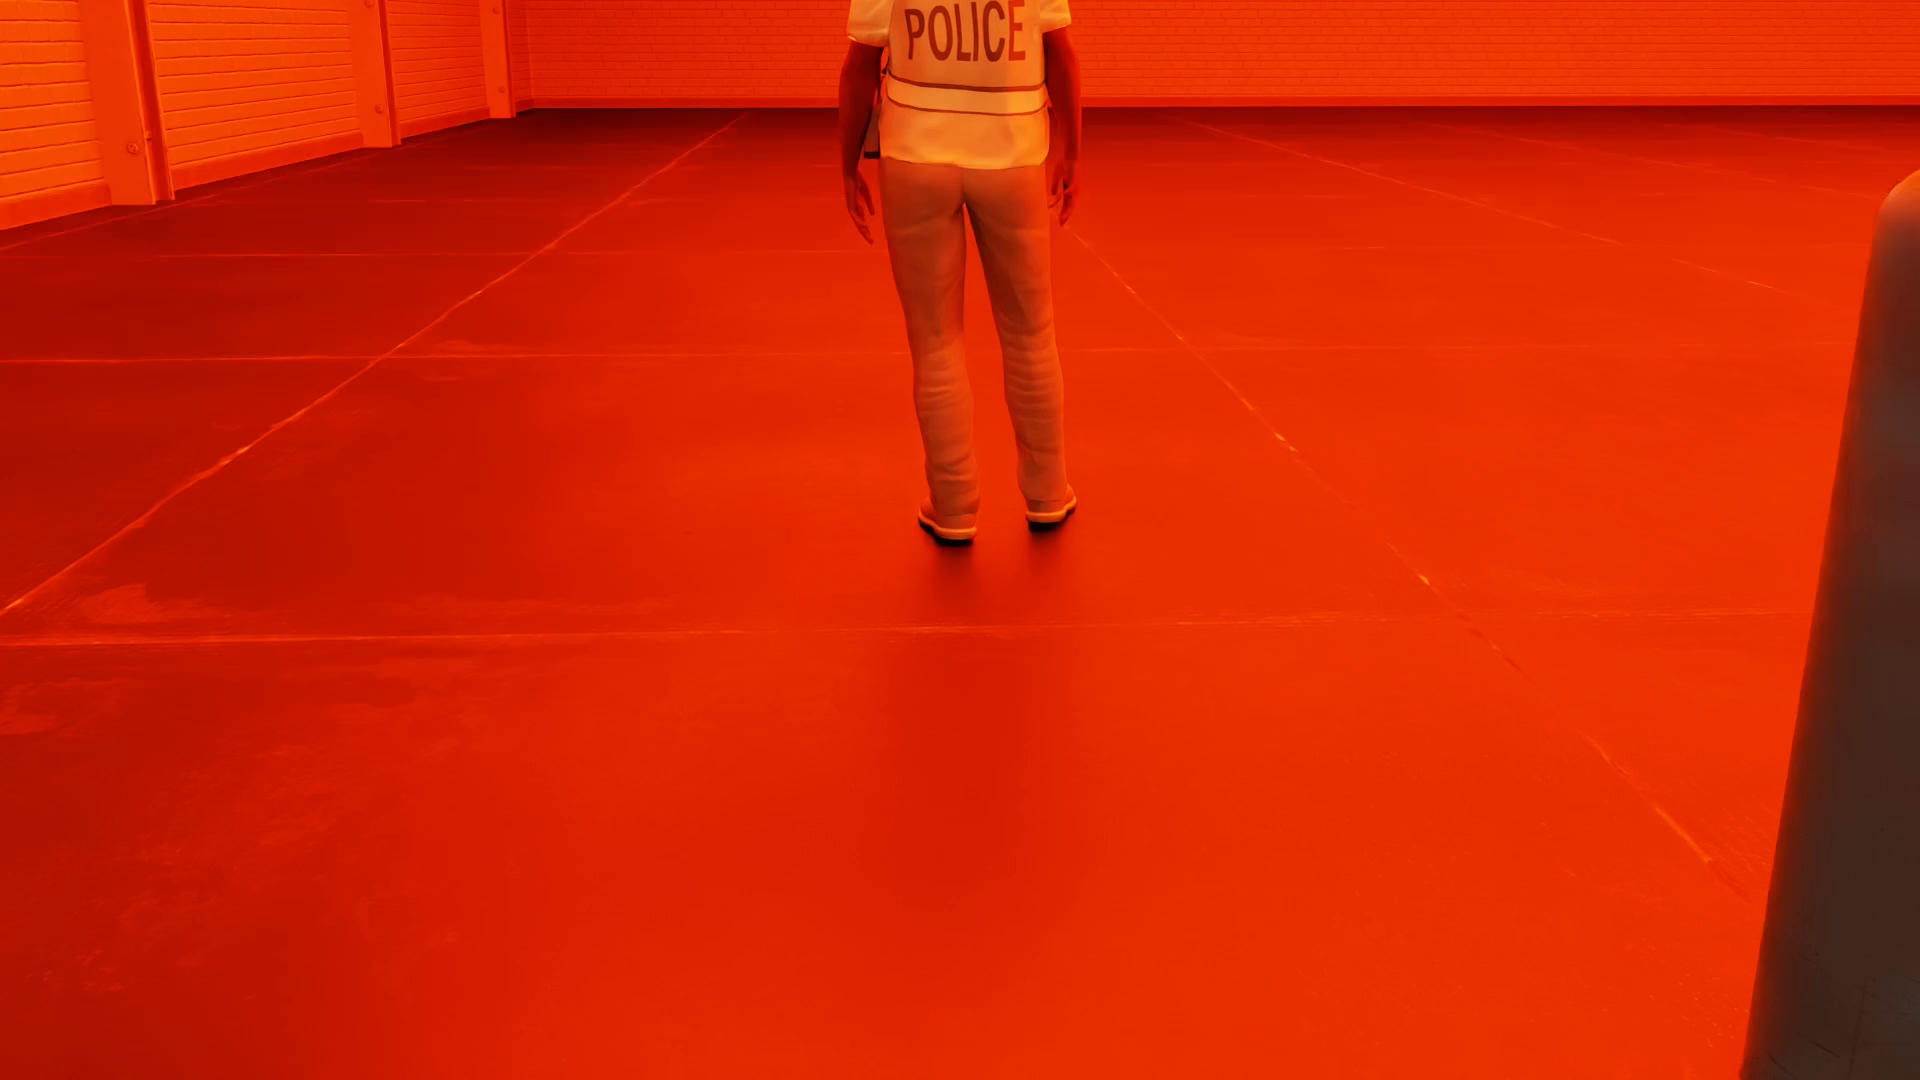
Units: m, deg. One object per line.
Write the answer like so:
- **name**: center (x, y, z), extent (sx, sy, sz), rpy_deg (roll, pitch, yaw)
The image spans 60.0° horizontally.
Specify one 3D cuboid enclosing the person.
- **person**: center (0.016, -0.840, 3.741), extent (0.569, 1.695, 0.528), rpy_deg (-1, 17, -3)
